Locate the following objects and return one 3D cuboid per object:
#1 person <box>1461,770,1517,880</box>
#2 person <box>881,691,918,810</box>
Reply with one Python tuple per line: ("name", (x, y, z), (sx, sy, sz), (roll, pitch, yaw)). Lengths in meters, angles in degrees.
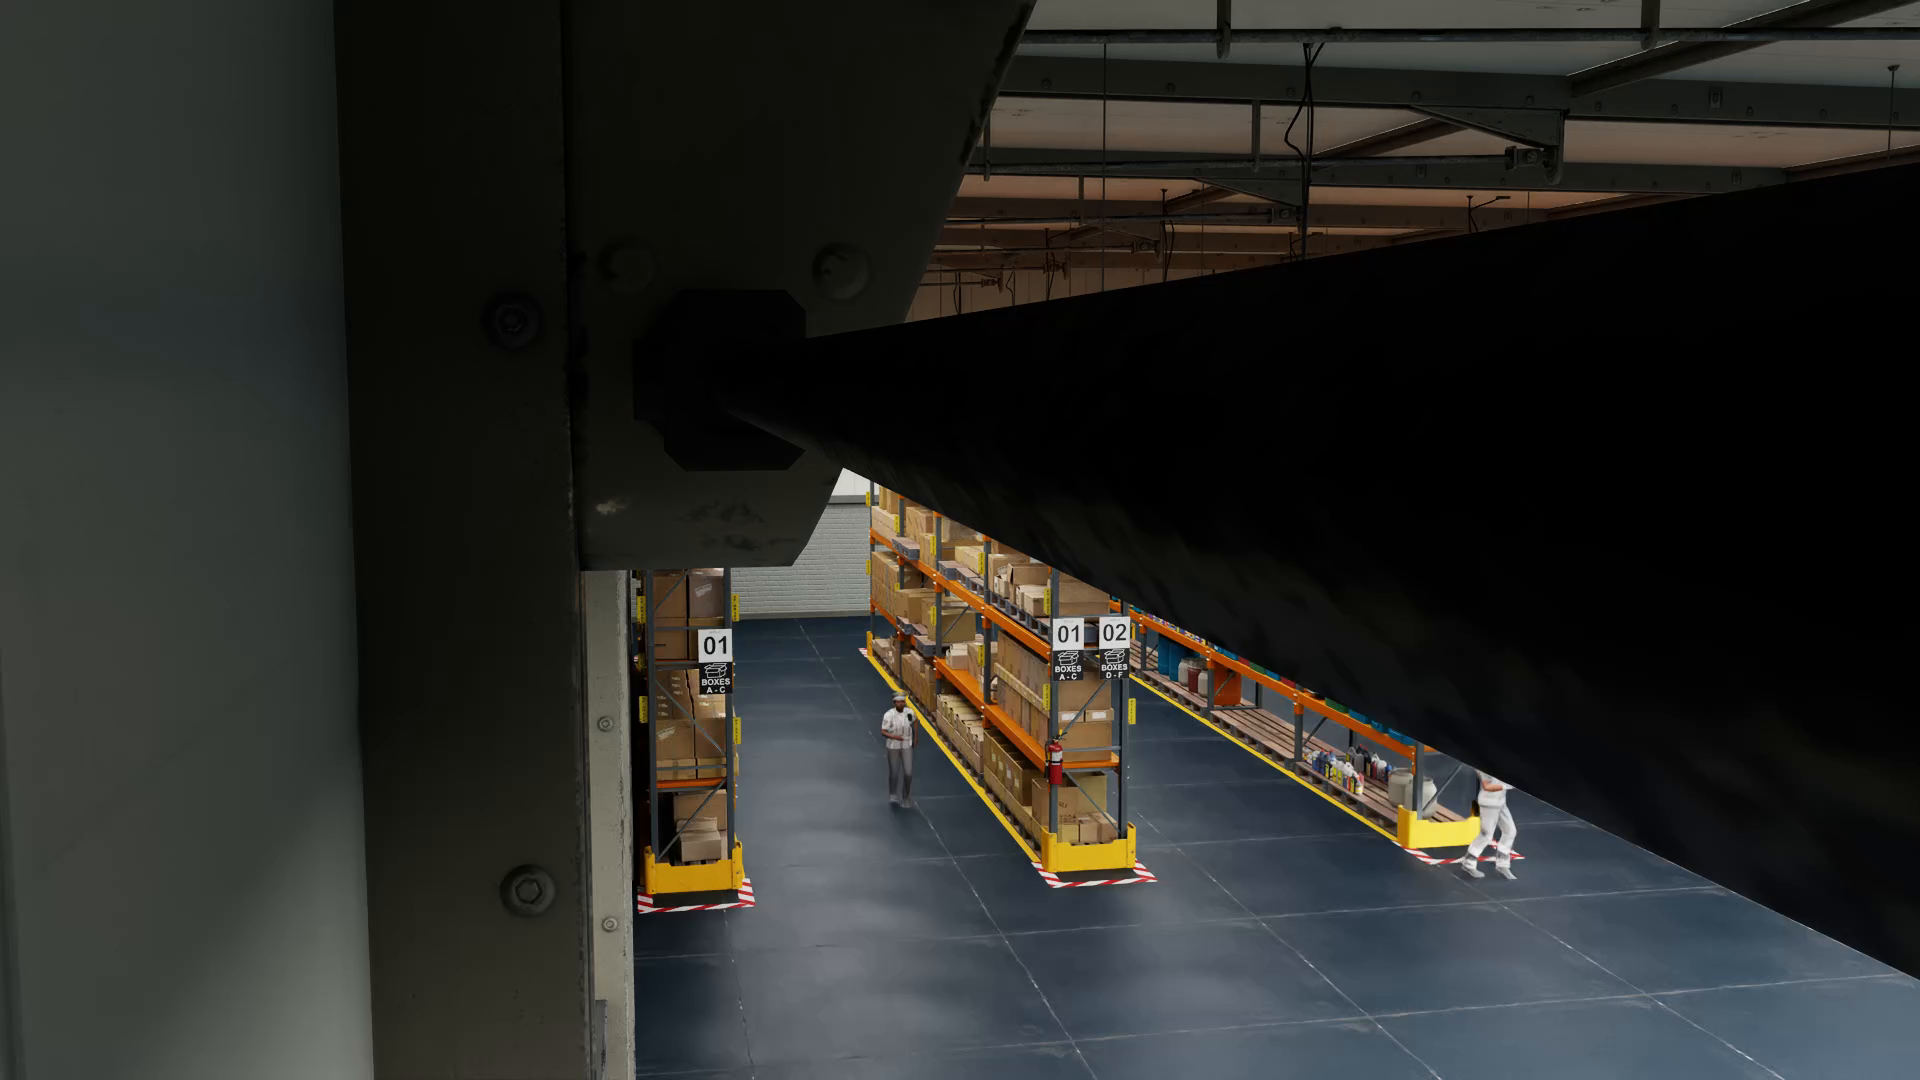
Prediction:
("person", (6.559, 3.309, 20.489), (0.679, 1.850, 0.659), (3, 7, 30))
("person", (-0.849, 3.019, 23.870), (0.584, 1.745, 0.718), (-1, 6, -14))
